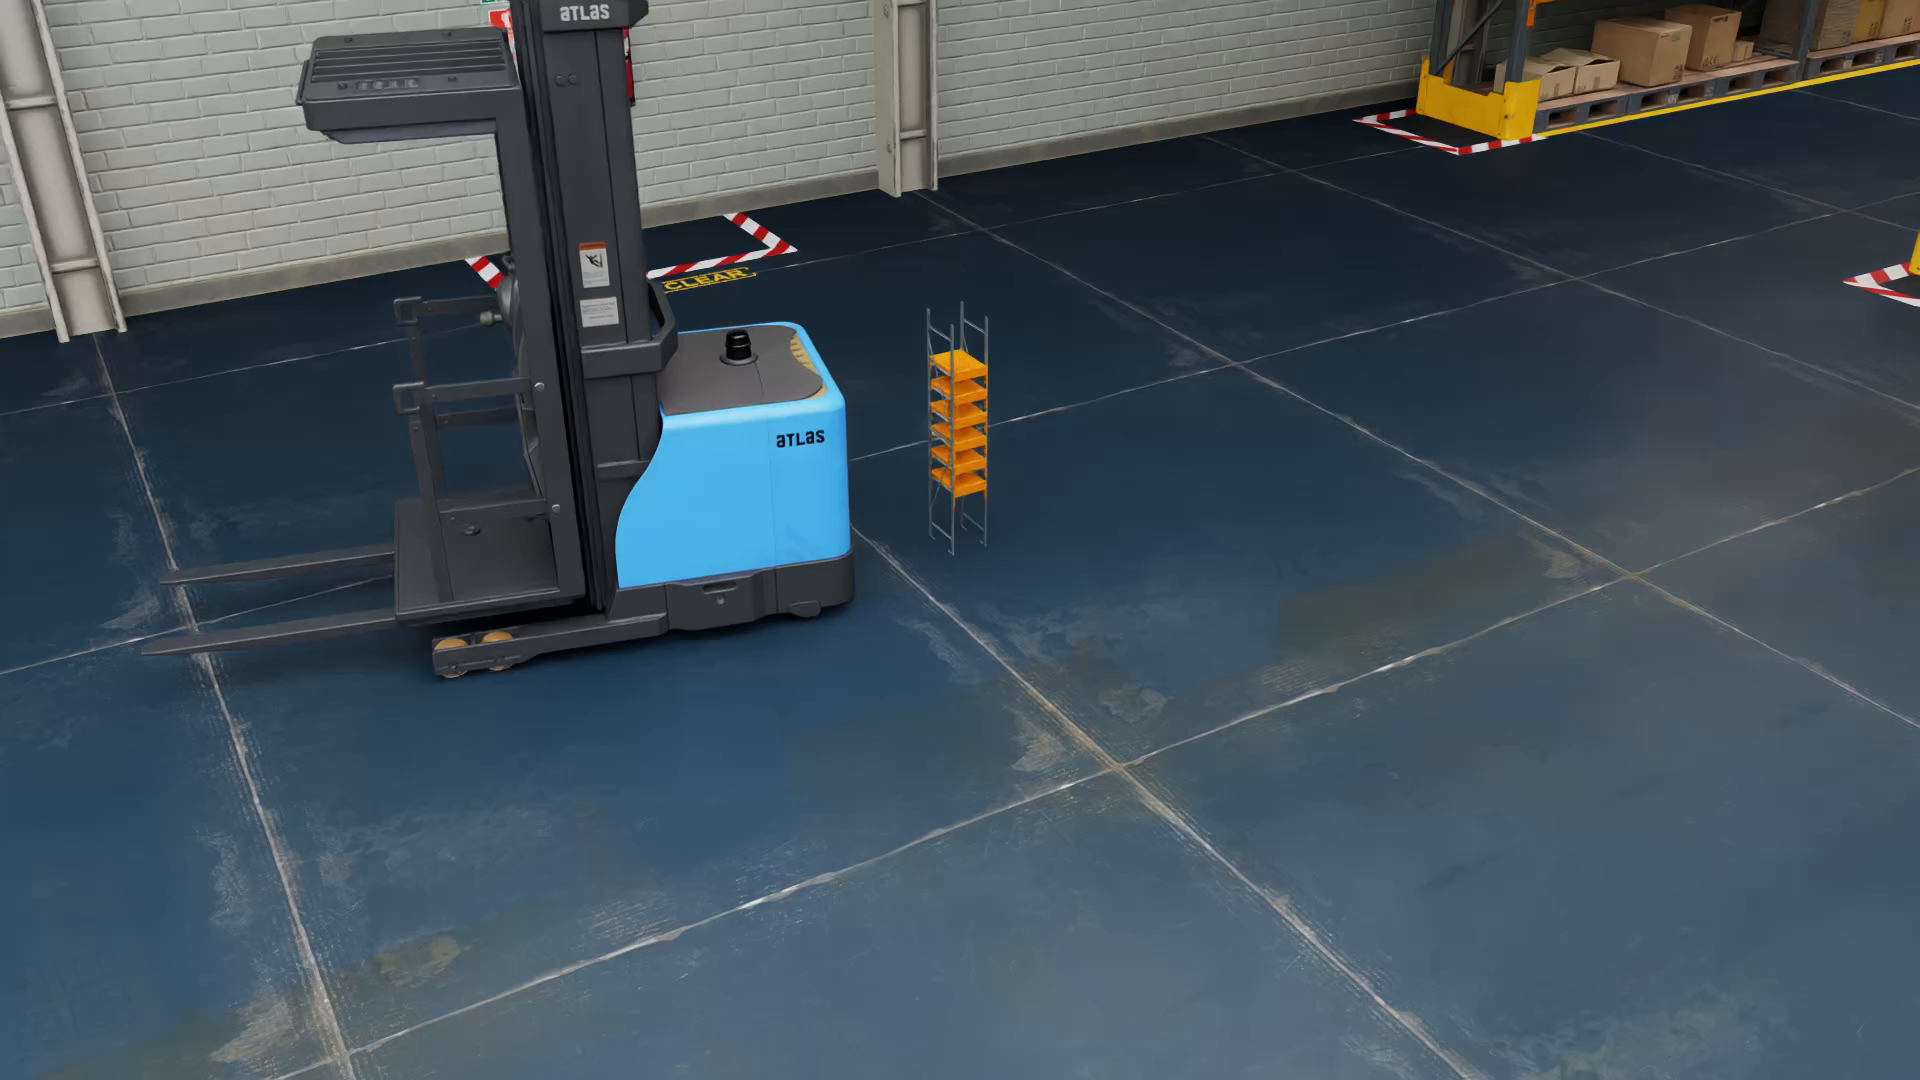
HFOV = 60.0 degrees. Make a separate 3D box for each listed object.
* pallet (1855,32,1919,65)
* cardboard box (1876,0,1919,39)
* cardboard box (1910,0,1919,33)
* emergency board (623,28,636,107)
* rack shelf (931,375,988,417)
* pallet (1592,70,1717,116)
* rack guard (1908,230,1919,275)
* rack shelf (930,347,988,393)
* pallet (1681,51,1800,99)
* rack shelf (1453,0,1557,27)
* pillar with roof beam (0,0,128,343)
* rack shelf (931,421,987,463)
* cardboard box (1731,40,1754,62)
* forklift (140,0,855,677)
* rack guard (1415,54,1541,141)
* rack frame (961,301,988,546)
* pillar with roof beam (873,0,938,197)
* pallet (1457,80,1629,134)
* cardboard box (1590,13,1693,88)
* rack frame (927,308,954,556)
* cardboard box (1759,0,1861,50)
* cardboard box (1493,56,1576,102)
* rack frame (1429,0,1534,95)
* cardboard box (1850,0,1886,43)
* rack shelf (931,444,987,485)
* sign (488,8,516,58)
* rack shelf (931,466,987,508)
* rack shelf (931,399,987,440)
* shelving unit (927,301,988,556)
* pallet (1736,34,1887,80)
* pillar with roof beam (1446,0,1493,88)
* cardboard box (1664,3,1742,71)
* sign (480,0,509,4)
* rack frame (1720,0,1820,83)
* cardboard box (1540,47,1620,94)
[{"bbox_3d":[9.759,-5.327,17.683,1.213,0.211,1.003,-16,33,-26],"label":"pallet"},{"bbox_3d":[9.542,-5.596,17.418,0.500,0.500,0.700,-15,32,-26],"label":"cardboard box"},{"bbox_3d":[9.973,-5.724,17.649,0.500,0.500,0.700,-16,33,-27],"label":"cardboard box"},{"bbox_3d":[-2.571,-3.551,11.579,0.643,1.169,0.194,-16,33,-26],"label":"emergency board"},{"bbox_3d":[-0.012,-0.693,7.859,0.180,0.103,0.258,-16,33,-26],"label":"rack shelf"},{"bbox_3d":[6.421,-4.355,15.923,1.213,0.211,1.003,-16,33,-26],"label":"pallet"},{"bbox_3d":[7.079,-1.914,11.200,0.348,0.500,1.175,-16,33,-26],"label":"rack guard"},{"bbox_3d":[-0.012,-0.798,7.801,0.180,0.103,0.258,-16,33,-26],"label":"rack shelf"},{"bbox_3d":[7.475,-4.656,16.468,1.213,0.211,1.003,-16,33,-26],"label":"pallet"},{"bbox_3d":[6.311,-5.251,15.405,4.000,0.370,1.077,-16,33,-26],"label":"rack shelf"},{"bbox_3d":[-3.413,-3.504,5.286,0.400,9.000,9.100,-16,33,-26],"label":"pillar with roof beam"},{"bbox_3d":[-0.012,-0.483,7.975,0.180,0.103,0.258,-16,33,-26],"label":"rack shelf"},{"bbox_3d":[7.590,-4.864,16.437,0.250,0.166,0.380,-21,35,-33],"label":"cardboard box"},{"bbox_3d":[-2.059,-0.975,6.984,3.031,2.935,1.130,-8,30,-14],"label":"forklift"},{"bbox_3d":[4.652,-4.001,14.982,0.348,0.500,1.175,-16,33,-26],"label":"rack guard"},{"bbox_3d":[0.066,-0.544,7.994,0.006,1.200,0.240,-16,33,-26],"label":"rack frame"},{"bbox_3d":[1.760,-4.973,7.947,0.400,9.000,9.100,-16,33,-26],"label":"pillar with roof beam"},{"bbox_3d":[5.371,-4.058,15.385,1.213,0.211,1.003,-16,33,-26],"label":"pallet"},{"bbox_3d":[6.378,-4.605,15.621,0.500,0.500,0.700,-18,34,-29],"label":"cardboard box"},{"bbox_3d":[-0.091,-0.499,7.913,0.006,1.200,0.240,-16,33,-26],"label":"rack frame"},{"bbox_3d":[8.662,-5.341,16.955,0.500,0.500,0.700,-15,32,-25],"label":"cardboard box"},{"bbox_3d":[5.229,-4.224,15.127,0.500,0.311,0.500,-20,35,-32],"label":"cardboard box"},{"bbox_3d":[4.587,-5.077,14.344,0.127,3.000,1.000,-16,33,-26],"label":"rack frame"},{"bbox_3d":[9.082,-5.488,17.222,0.500,0.500,0.700,-17,33,-27],"label":"cardboard box"},{"bbox_3d":[-0.012,-0.378,8.033,0.180,0.103,0.258,-16,33,-26],"label":"rack shelf"},{"bbox_3d":[-3.100,-3.474,11.403,0.234,0.329,0.001,-16,33,-26],"label":"sign"},{"bbox_3d":[-0.012,-0.273,8.091,0.180,0.103,0.258,-16,33,-26],"label":"rack shelf"},{"bbox_3d":[-0.012,-0.588,7.917,0.180,0.103,0.258,-16,33,-26],"label":"rack shelf"},{"bbox_3d":[-0.012,-0.522,7.954,0.189,1.200,0.258,-16,33,-26],"label":"shelving unit"},{"bbox_3d":[8.706,-5.026,17.139,1.213,0.211,1.003,-16,33,-26],"label":"pallet"},{"bbox_3d":[6.933,-6.441,10.609,0.400,9.000,9.100,-16,33,-26],"label":"pillar with roof beam"},{"bbox_3d":[7.161,-4.883,16.126,0.500,0.500,0.500,-19,34,-30],"label":"cardboard box"},{"bbox_3d":[-3.091,-3.703,11.270,0.331,0.109,0.001,-16,33,-26],"label":"sign"},{"bbox_3d":[8.036,-6.056,16.119,0.127,3.000,1.000,-16,33,-26],"label":"rack frame"},{"bbox_3d":[5.721,-4.363,15.380,0.500,0.311,0.500,-13,31,-22],"label":"cardboard box"}]
